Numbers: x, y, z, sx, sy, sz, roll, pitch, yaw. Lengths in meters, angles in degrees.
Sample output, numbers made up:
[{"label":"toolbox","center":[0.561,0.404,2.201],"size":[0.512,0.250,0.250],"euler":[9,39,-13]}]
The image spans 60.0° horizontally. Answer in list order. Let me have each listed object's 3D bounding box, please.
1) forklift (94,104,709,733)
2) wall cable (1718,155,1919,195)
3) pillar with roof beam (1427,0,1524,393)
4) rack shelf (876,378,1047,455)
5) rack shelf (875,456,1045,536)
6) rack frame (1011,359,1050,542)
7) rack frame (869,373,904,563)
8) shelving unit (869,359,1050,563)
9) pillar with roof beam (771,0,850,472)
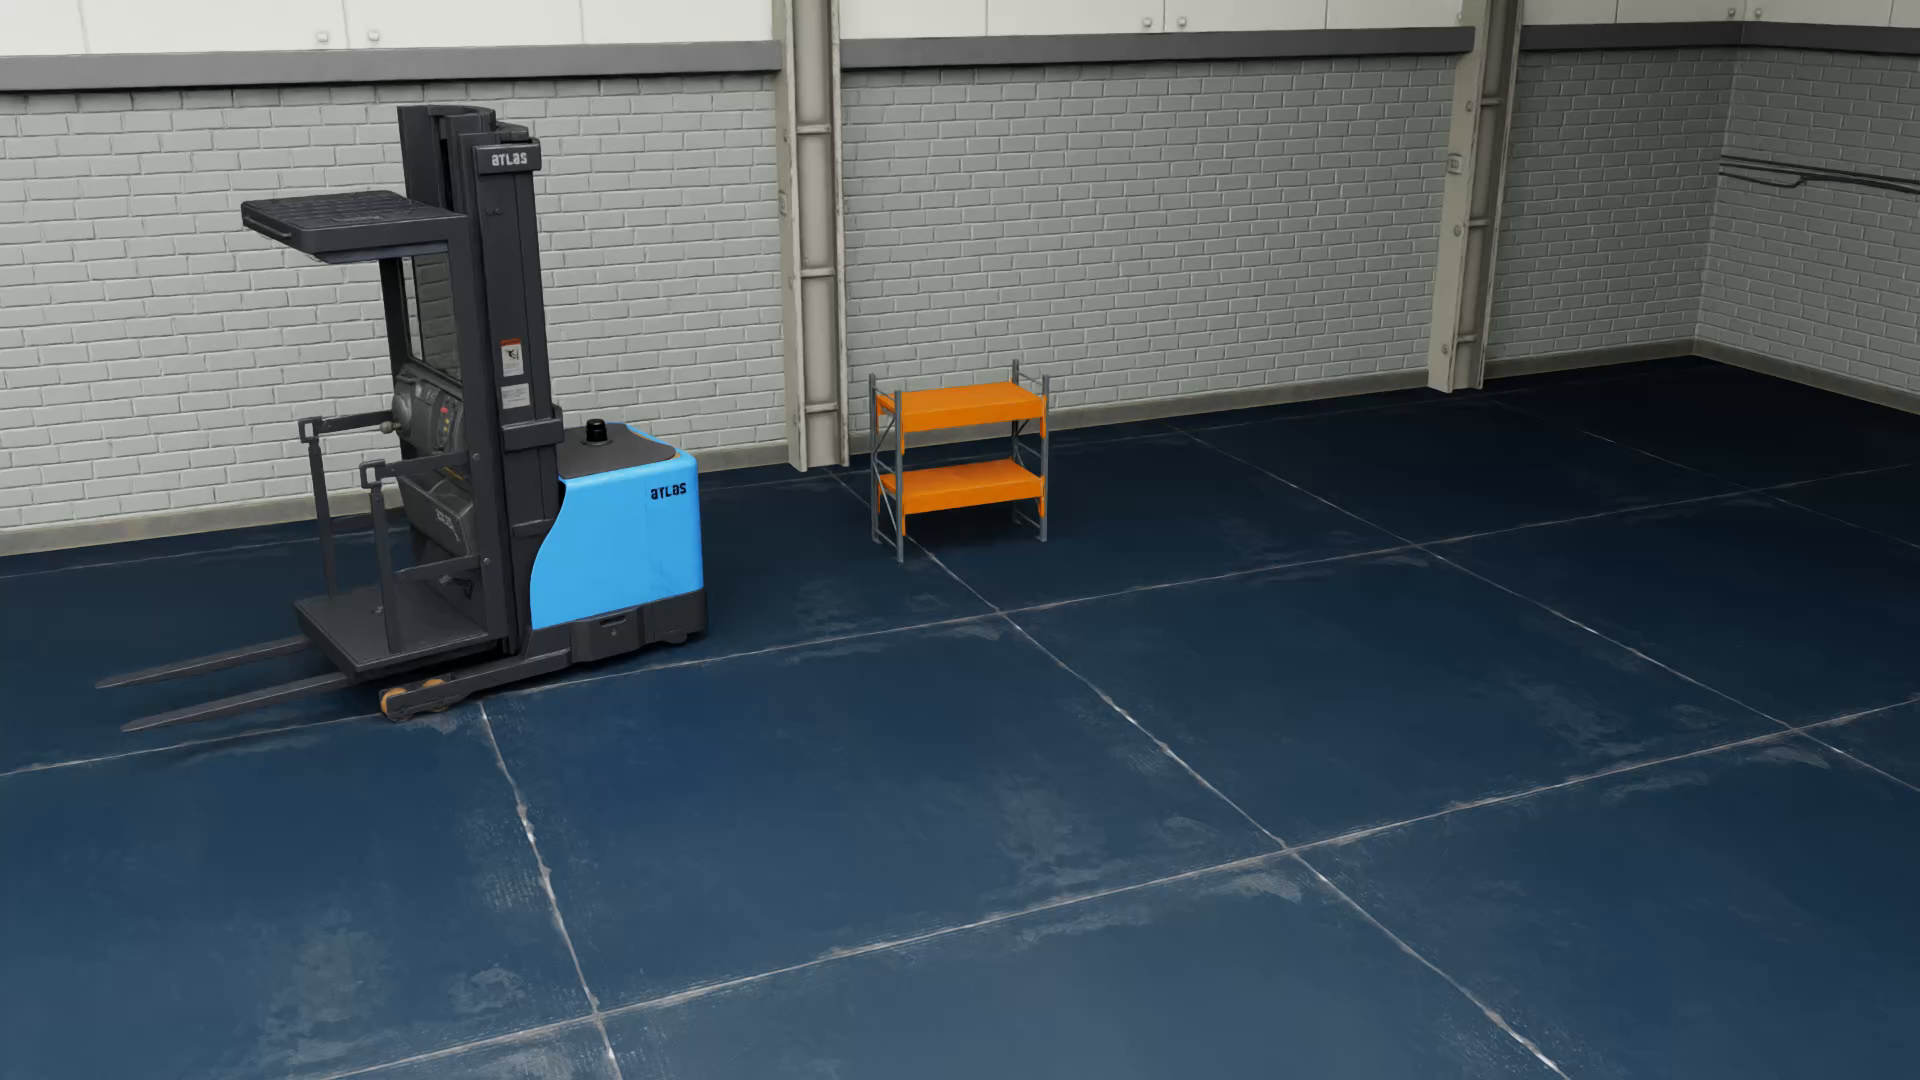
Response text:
[{"label":"forklift","center":[-2.912,-0.662,8.490],"size":[3.031,2.935,1.130],"euler":[-14,24,-34]},{"label":"wall cable","center":[7.661,-4.136,13.895],"size":[0.112,2.526,3.097],"euler":[-8,21,-22]},{"label":"pillar with roof beam","center":[6.137,-4.304,9.695],"size":[0.400,9.000,9.100],"euler":[-8,21,-22]},{"label":"rack shelf","center":[-0.006,-0.806,10.735],"size":[1.000,0.278,0.538],"euler":[-8,21,-22]},{"label":"rack shelf","center":[-0.006,-0.299,10.914],"size":[1.000,0.278,0.538],"euler":[-8,21,-22]},{"label":"rack frame","center":[0.461,-0.597,11.023],"size":[0.032,1.125,0.500],"euler":[-8,21,-22]},{"label":"rack frame","center":[-0.473,-0.463,10.643],"size":[0.032,1.125,0.500],"euler":[-8,21,-22]},{"label":"shelving unit","center":[-0.006,-0.530,10.833],"size":[1.048,1.125,0.538],"euler":[-8,21,-22]},{"label":"pillar with roof beam","center":[0.628,-3.514,7.453],"size":[0.400,9.000,9.100],"euler":[-8,21,-22]}]
